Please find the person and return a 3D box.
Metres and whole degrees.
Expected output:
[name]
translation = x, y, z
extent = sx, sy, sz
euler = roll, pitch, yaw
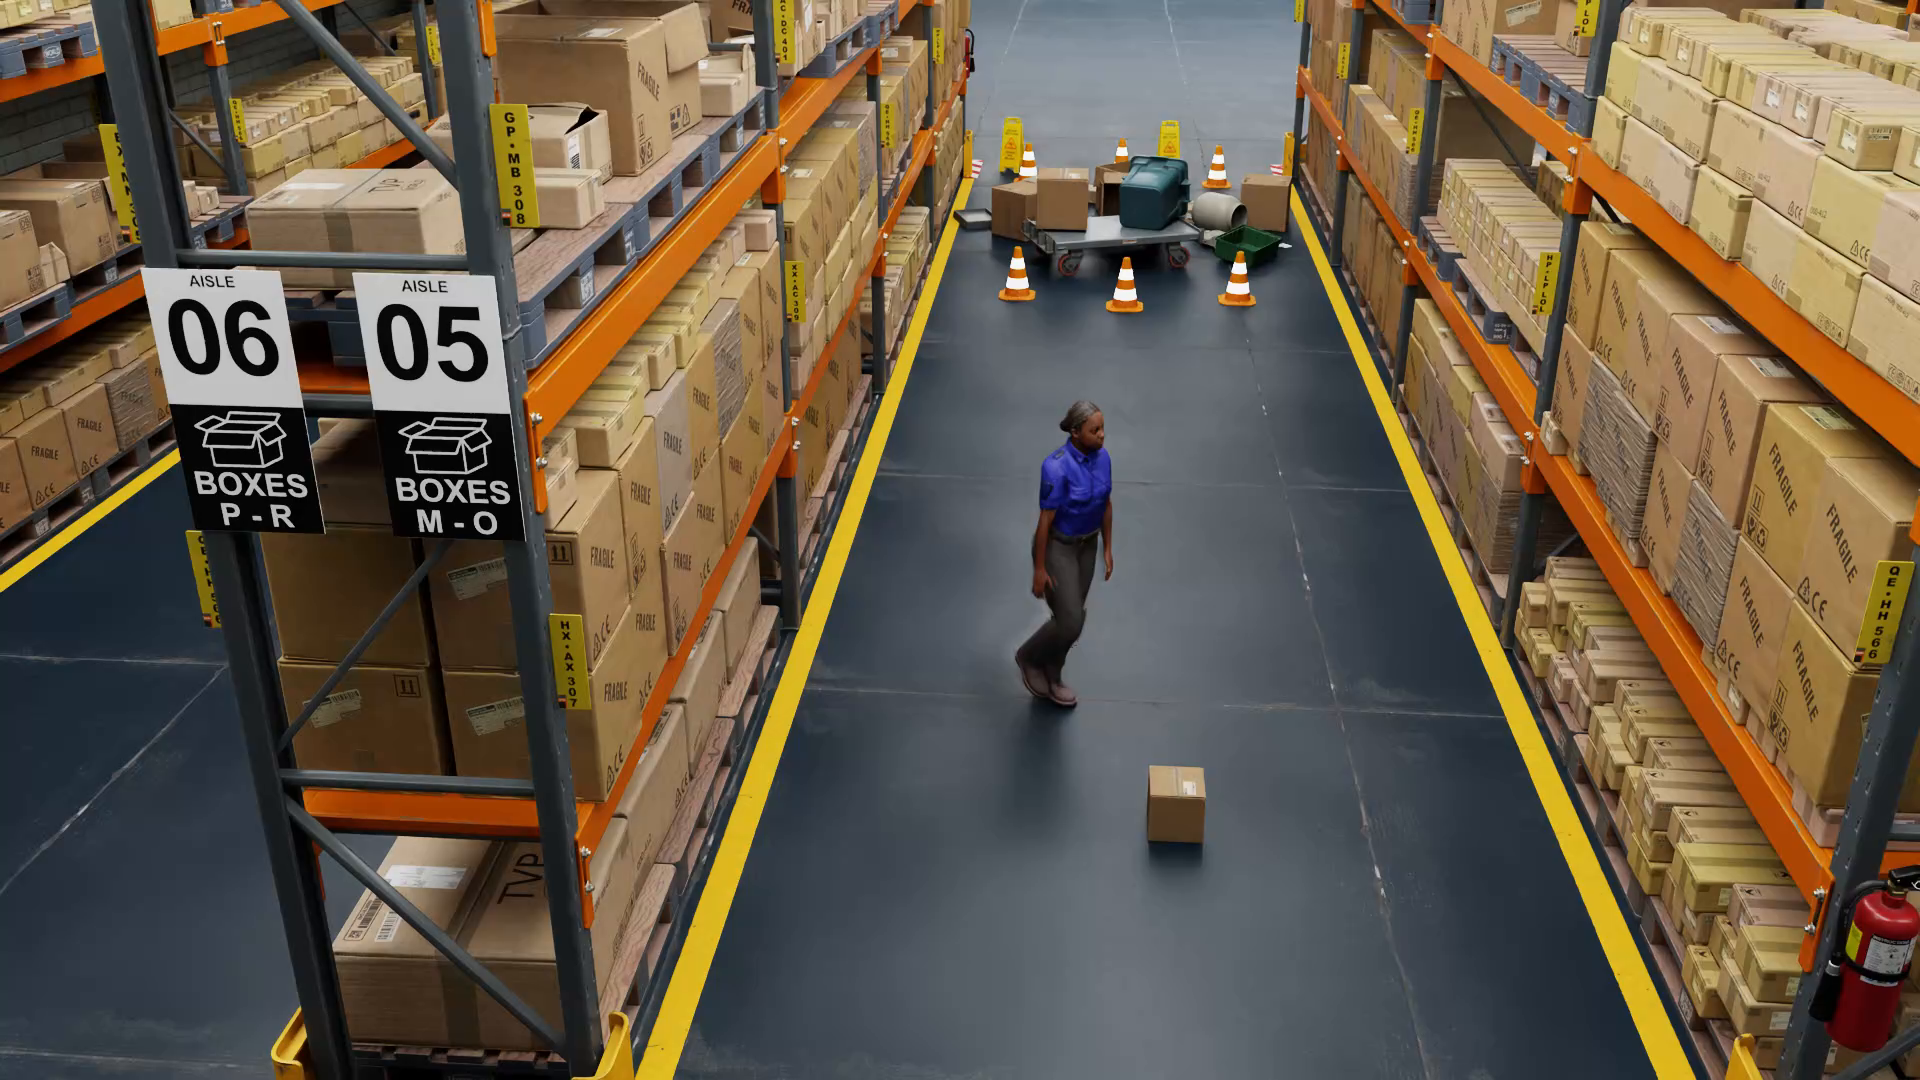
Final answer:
[person]
translation = 0.536, 0.075, 8.411
extent = 0.549, 1.649, 0.457
euler = -22, 32, -39
